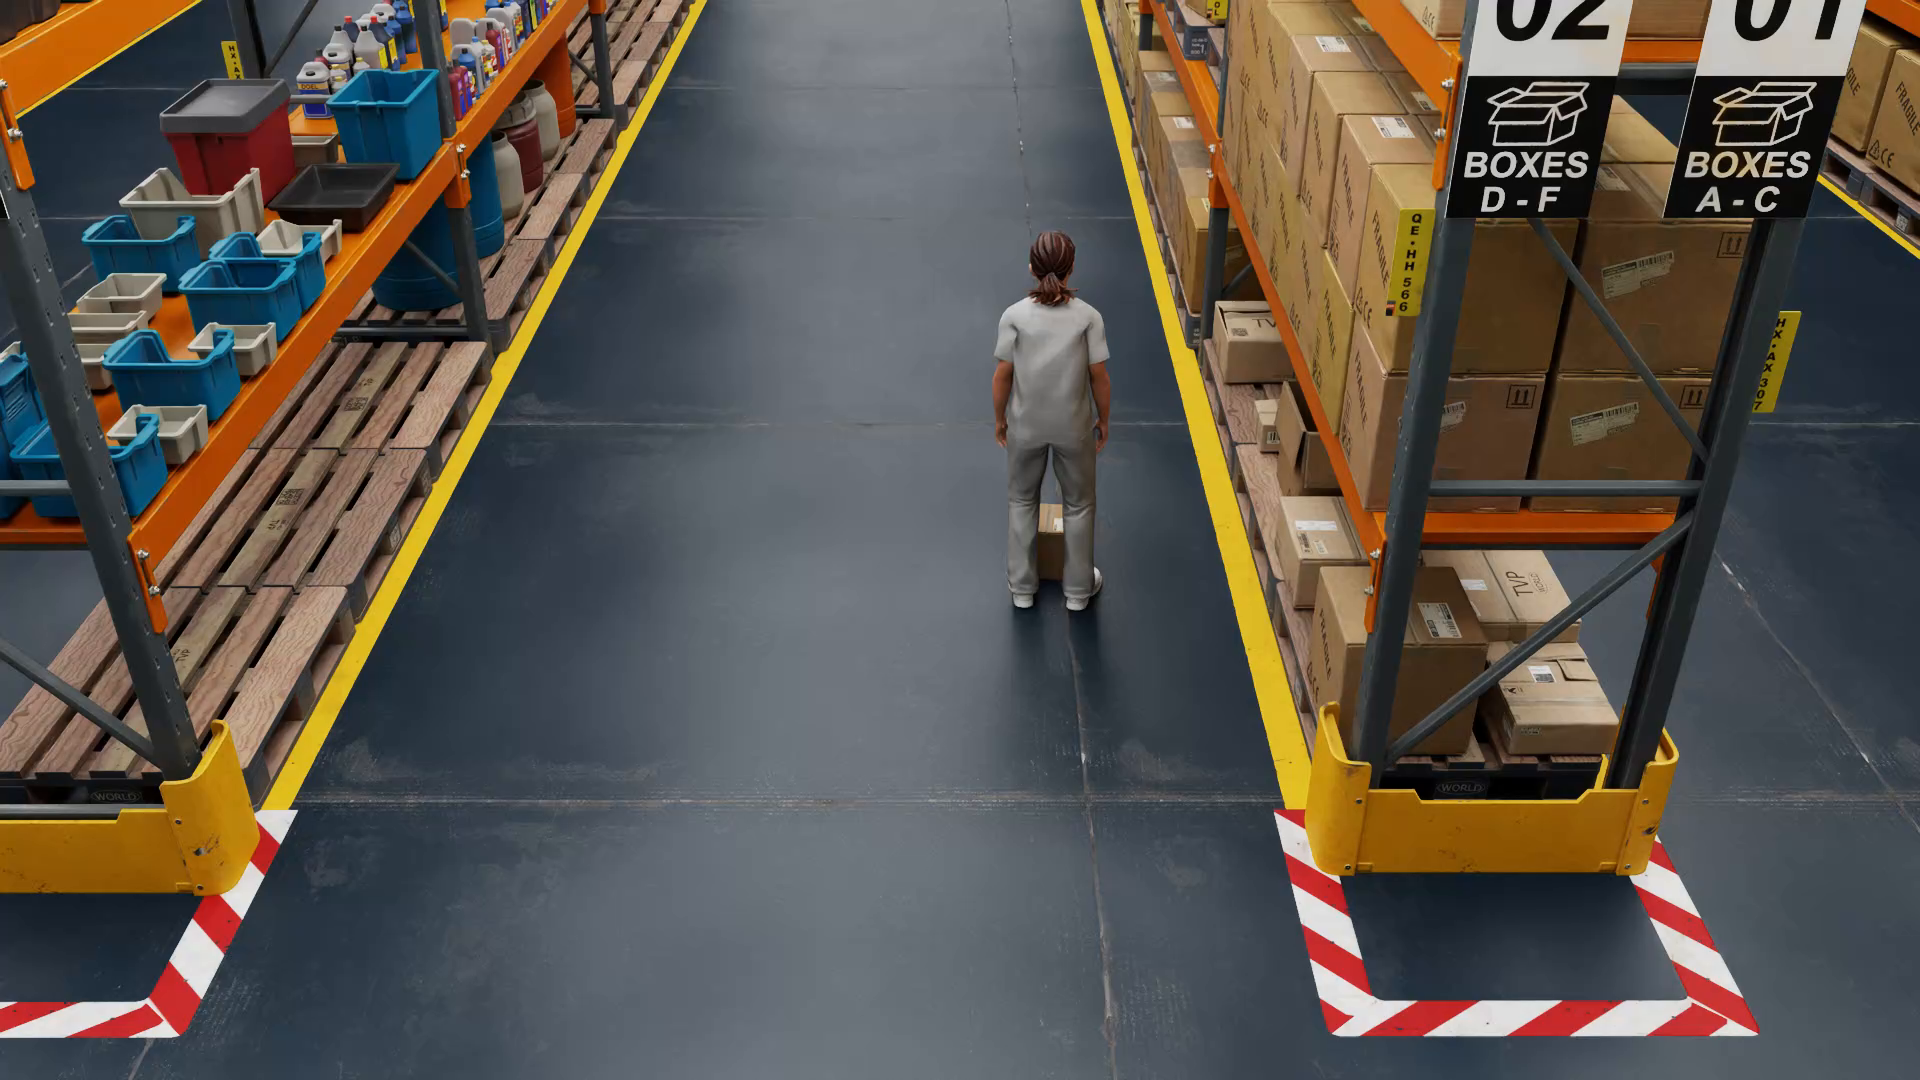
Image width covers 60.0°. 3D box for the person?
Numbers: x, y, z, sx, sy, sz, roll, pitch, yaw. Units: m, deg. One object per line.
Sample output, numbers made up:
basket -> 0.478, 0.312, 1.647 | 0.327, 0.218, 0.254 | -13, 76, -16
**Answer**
person -> 0.377, -0.468, 6.895 | 0.488, 1.672, 0.361 | 3, 32, 5
